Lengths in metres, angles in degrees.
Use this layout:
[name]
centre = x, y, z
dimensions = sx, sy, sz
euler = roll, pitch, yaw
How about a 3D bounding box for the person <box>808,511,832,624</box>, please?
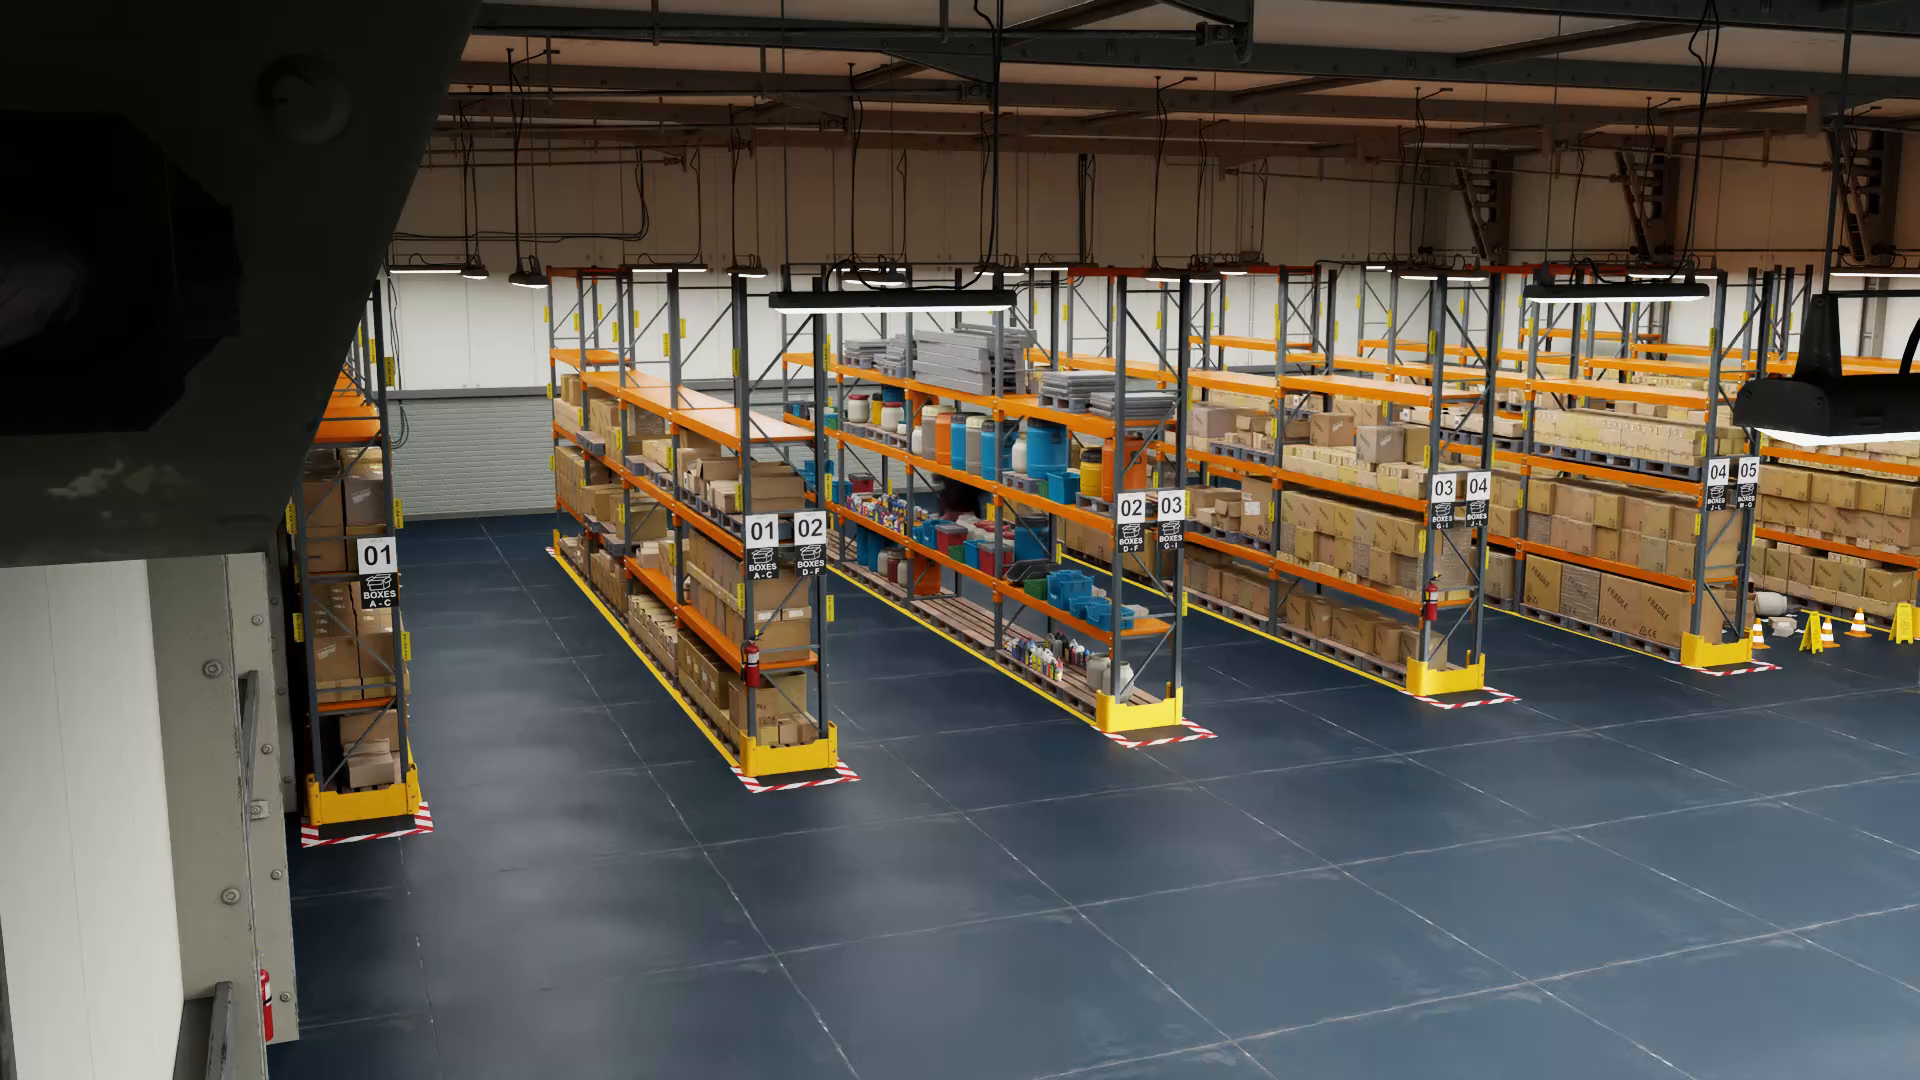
[person]
centre = -2.433, 0.432, 27.430
dimensions = 0.676, 1.843, 0.755
euler = -6, 12, -32
